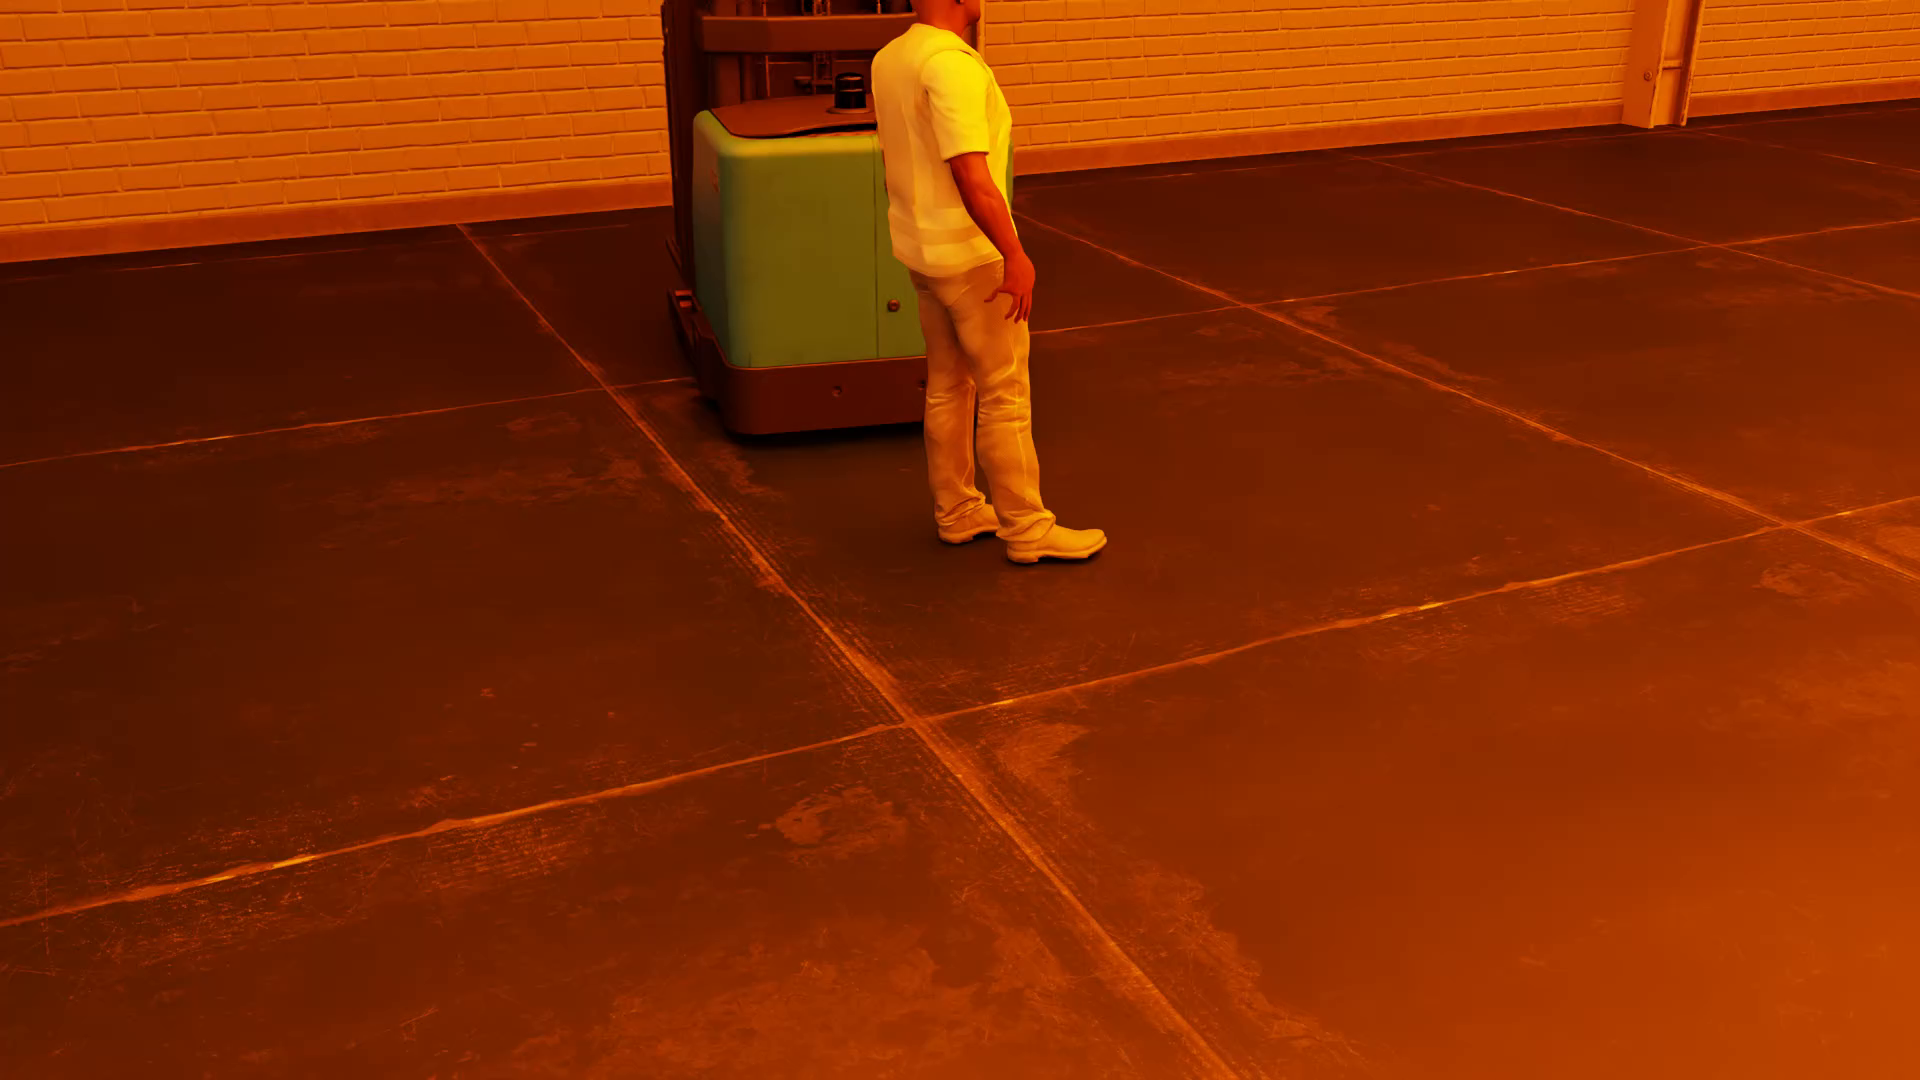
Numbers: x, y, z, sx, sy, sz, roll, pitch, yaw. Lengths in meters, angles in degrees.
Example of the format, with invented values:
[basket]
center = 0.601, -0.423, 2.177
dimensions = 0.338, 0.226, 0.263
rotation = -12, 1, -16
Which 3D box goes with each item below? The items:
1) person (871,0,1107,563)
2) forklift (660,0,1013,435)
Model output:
[person]
center = 0.066, -0.832, 4.789
dimensions = 0.575, 1.768, 0.666
rotation = -10, 25, -23
[forklift]
center = -0.673, -2.257, 6.718
dimensions = 1.130, 2.935, 3.031
rotation = -6, 23, -14
